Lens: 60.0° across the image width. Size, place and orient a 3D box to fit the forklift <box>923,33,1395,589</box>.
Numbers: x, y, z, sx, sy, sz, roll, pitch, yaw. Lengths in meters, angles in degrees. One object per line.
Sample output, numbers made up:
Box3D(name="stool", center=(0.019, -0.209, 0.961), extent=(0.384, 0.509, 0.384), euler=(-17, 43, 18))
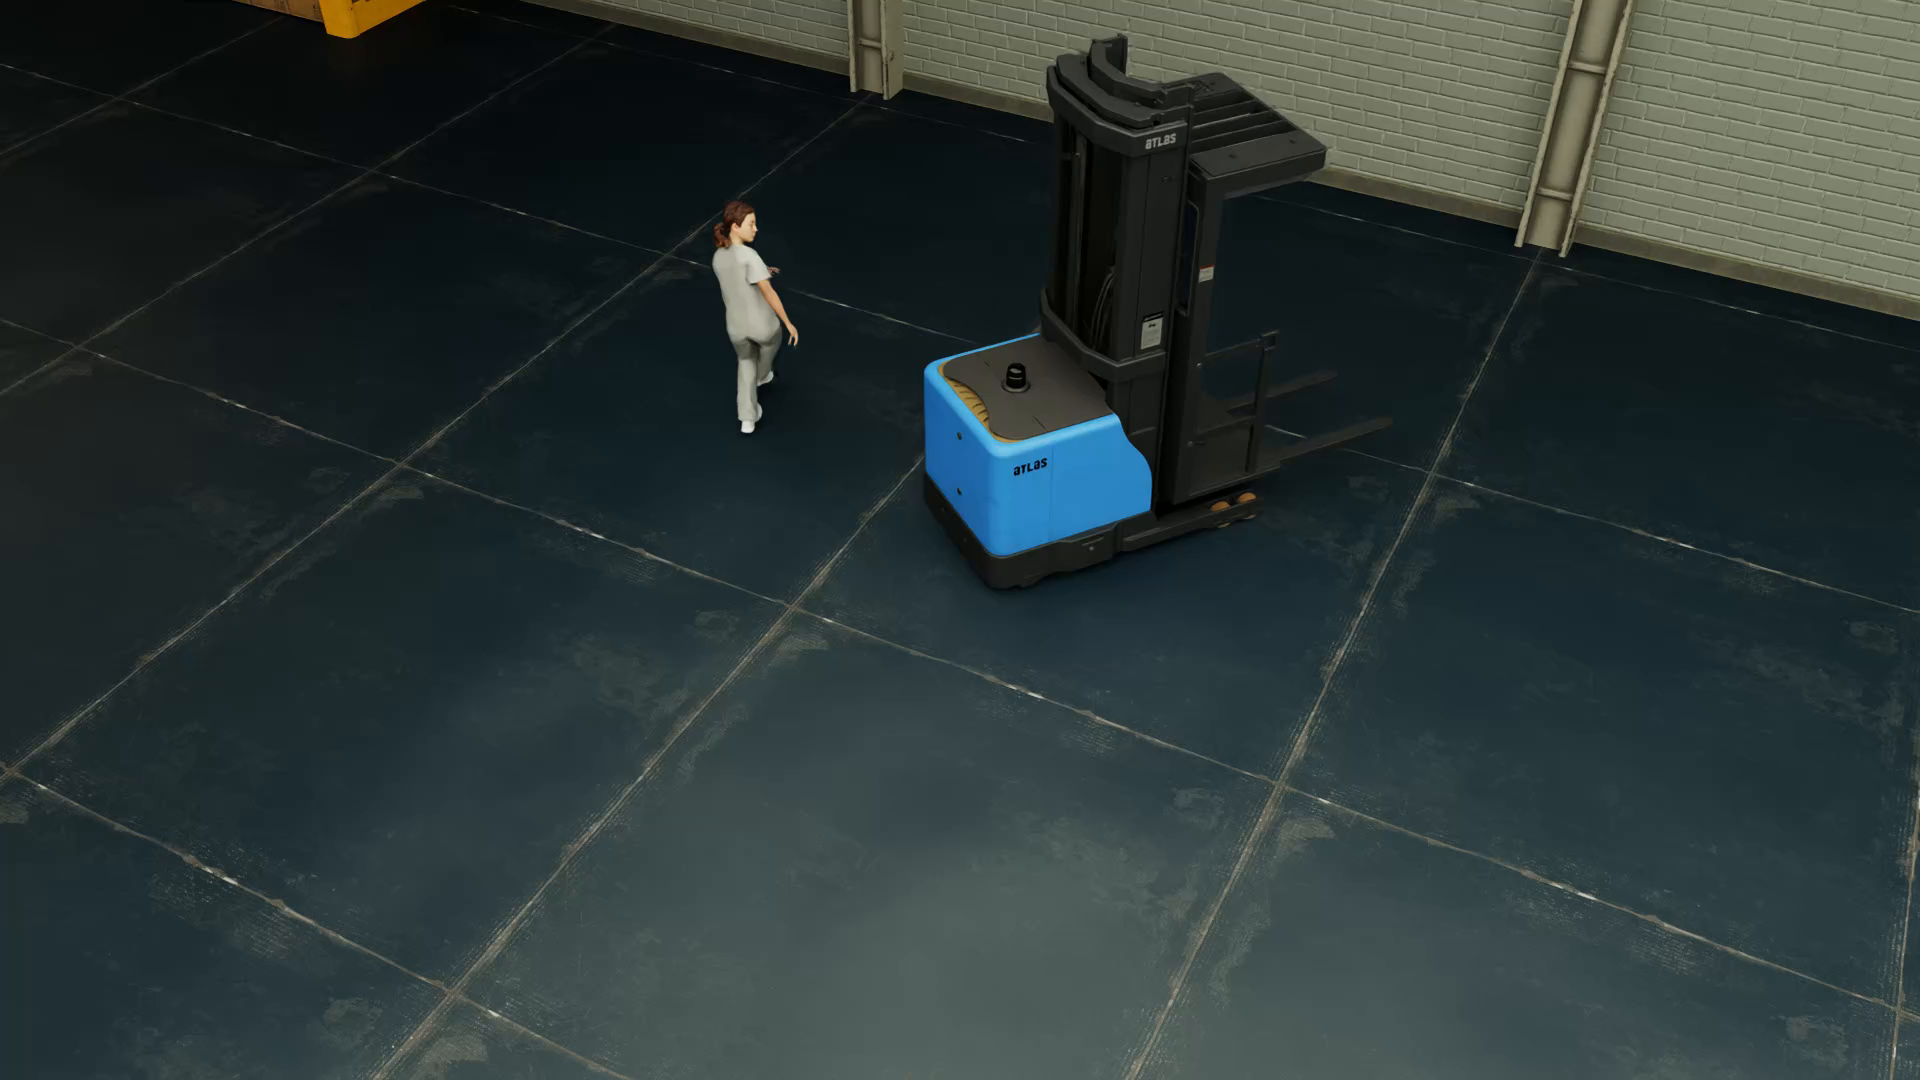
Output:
Box3D(name="forklift", center=(1.327, -1.485, 9.750), extent=(3.031, 2.935, 1.130), euler=(-17, 43, -20))

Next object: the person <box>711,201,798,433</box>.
Box3D(name="person", center=(-1.266, -1.489, 10.856), extent=(0.676, 1.519, 0.750), euler=(12, 41, 13))
